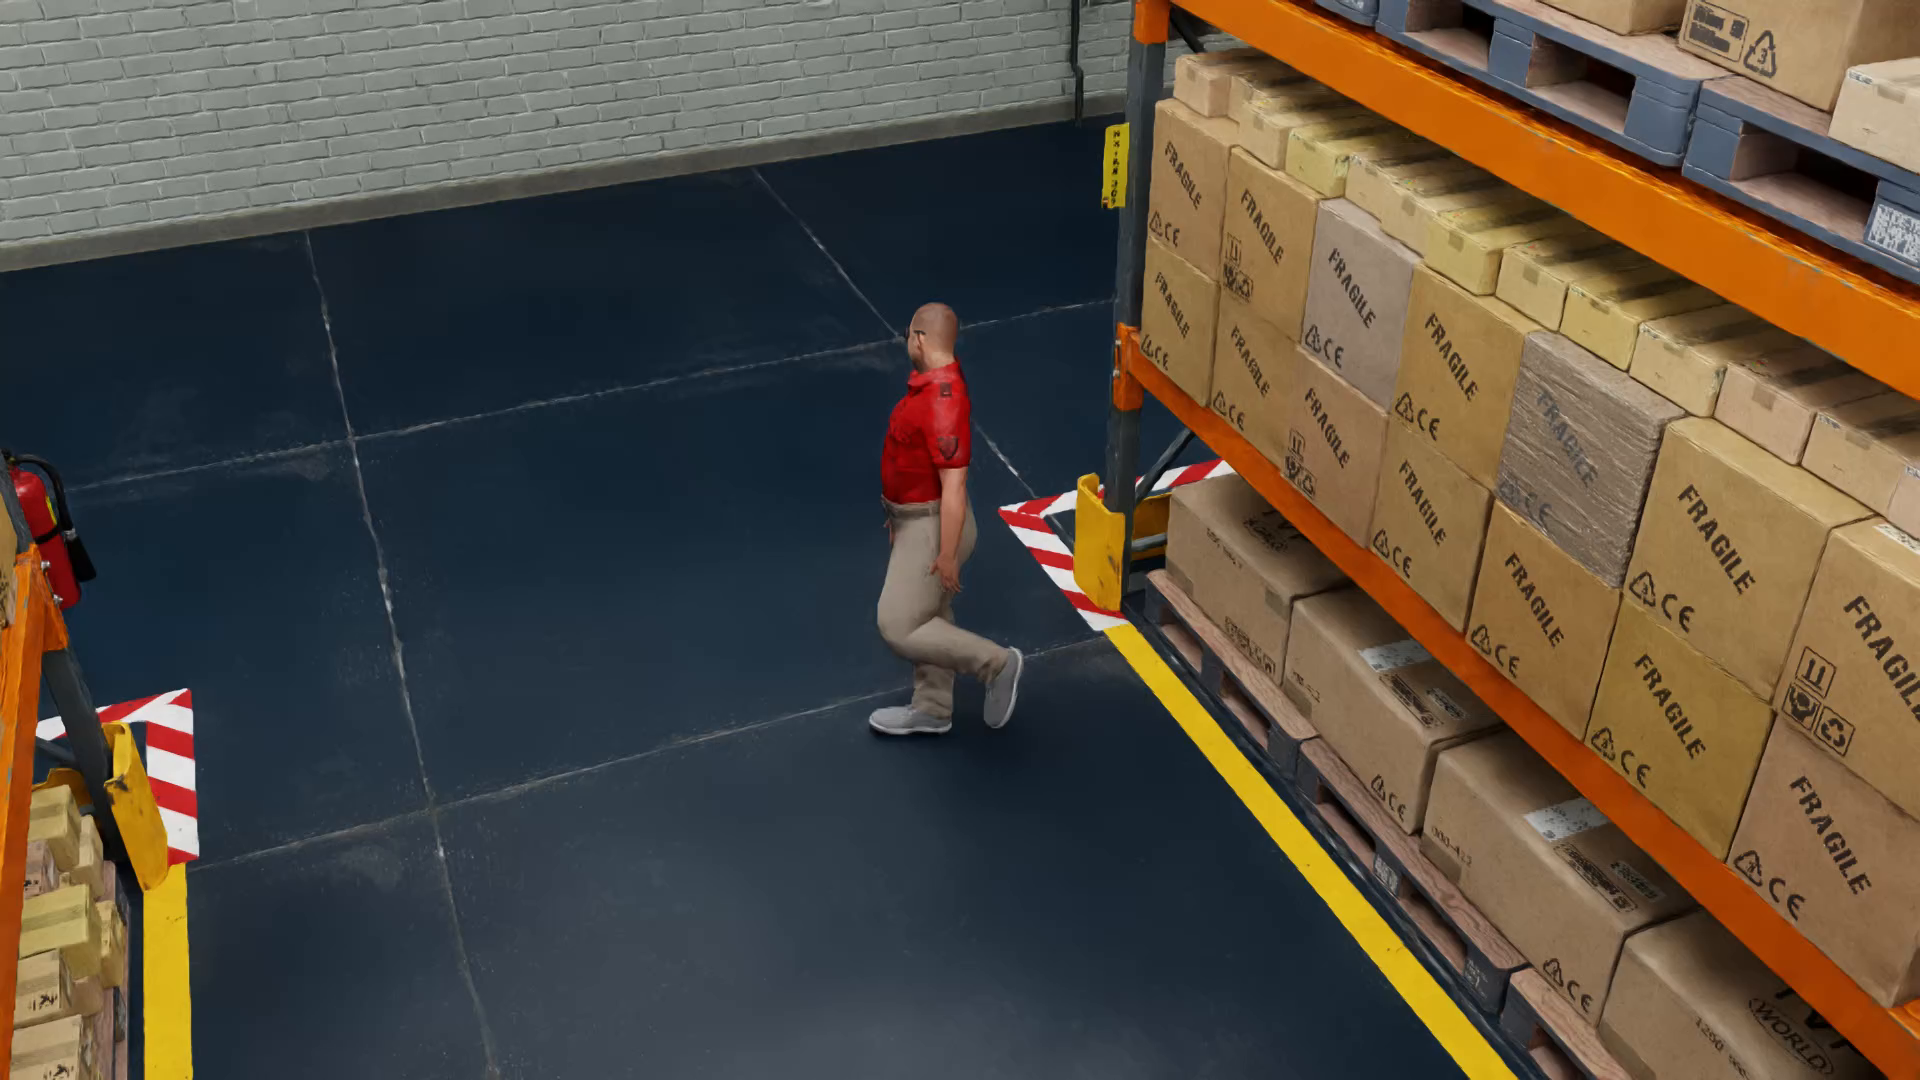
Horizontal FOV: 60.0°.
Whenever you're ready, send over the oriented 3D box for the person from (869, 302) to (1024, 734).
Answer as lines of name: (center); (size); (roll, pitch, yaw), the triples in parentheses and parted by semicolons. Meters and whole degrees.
person: (-0.080, -0.051, 6.252); (0.600, 1.681, 0.654); (-4, 33, -6)
